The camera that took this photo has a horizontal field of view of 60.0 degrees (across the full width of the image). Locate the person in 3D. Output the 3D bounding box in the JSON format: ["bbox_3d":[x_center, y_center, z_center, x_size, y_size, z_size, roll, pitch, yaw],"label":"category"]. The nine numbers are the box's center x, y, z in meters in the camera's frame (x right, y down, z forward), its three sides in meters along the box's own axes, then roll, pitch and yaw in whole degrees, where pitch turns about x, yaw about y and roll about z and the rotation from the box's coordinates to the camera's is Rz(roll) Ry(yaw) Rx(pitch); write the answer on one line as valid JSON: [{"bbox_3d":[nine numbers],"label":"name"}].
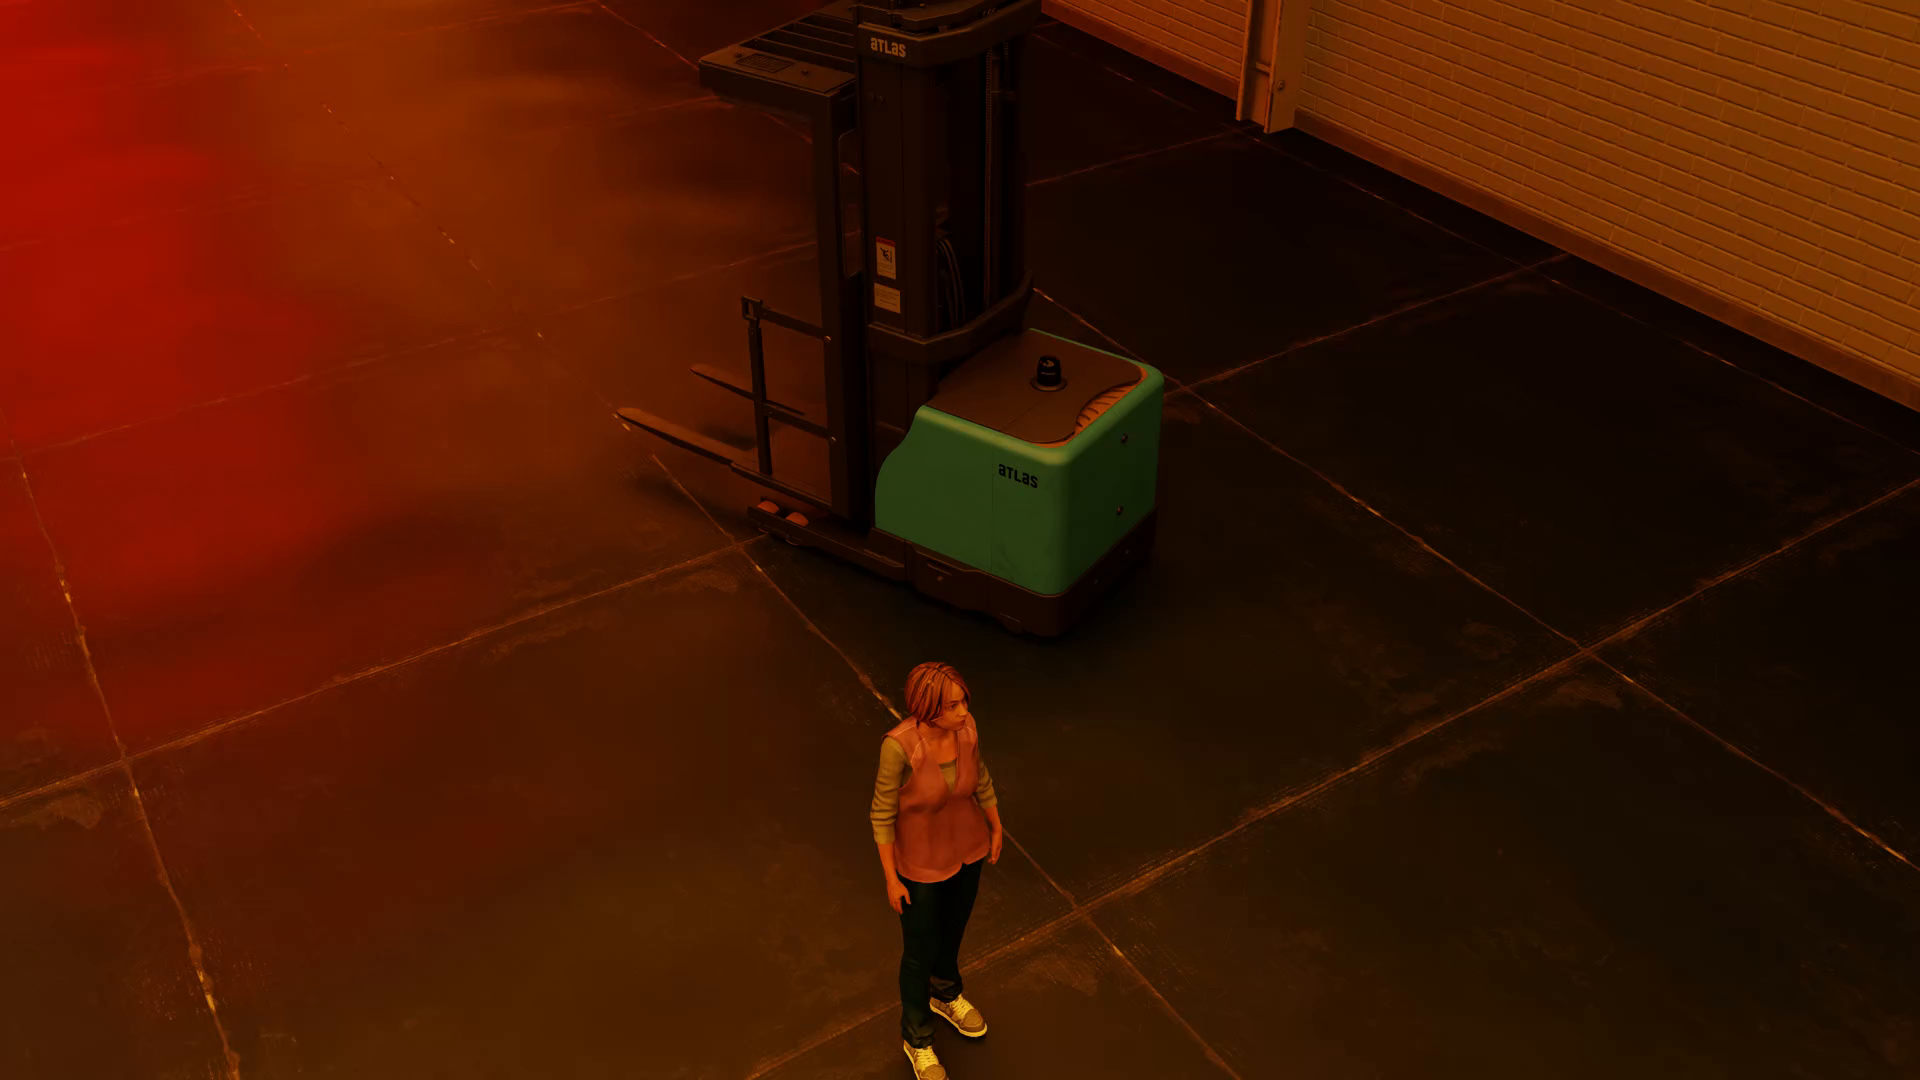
[{"bbox_3d":[-0.034,1.129,5.692,0.521,1.593,0.474,-25,42,-31],"label":"person"}]

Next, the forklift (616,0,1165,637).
[{"bbox_3d":[-0.500,-1.399,8.138,3.031,2.935,1.130,22,41,28],"label":"forklift"}]
